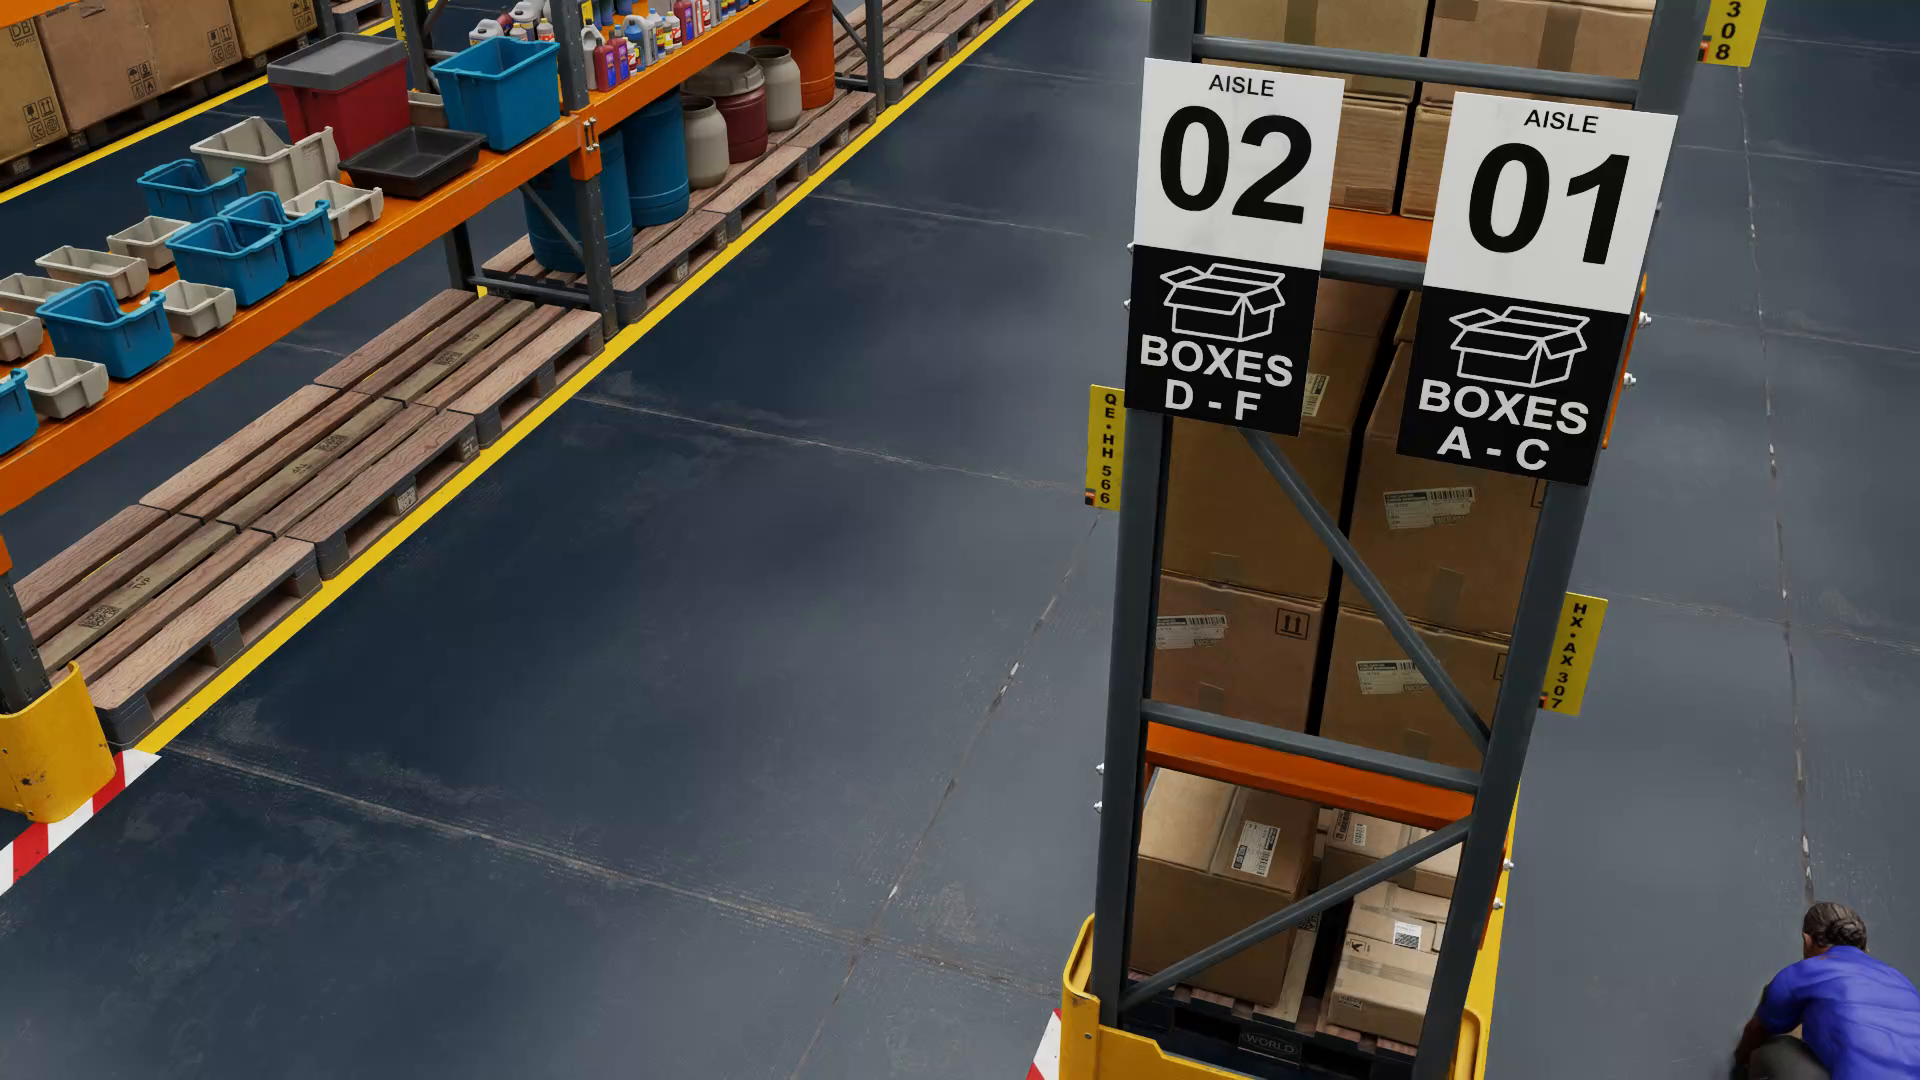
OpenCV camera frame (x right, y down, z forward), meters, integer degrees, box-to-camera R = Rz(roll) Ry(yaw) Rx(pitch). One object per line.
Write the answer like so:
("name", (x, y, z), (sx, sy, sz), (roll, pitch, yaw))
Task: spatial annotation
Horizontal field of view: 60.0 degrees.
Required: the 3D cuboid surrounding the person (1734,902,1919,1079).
("person", (2.481, 1.537, 4.682), (0.461, 0.769, 0.871), (8, 34, 11))
